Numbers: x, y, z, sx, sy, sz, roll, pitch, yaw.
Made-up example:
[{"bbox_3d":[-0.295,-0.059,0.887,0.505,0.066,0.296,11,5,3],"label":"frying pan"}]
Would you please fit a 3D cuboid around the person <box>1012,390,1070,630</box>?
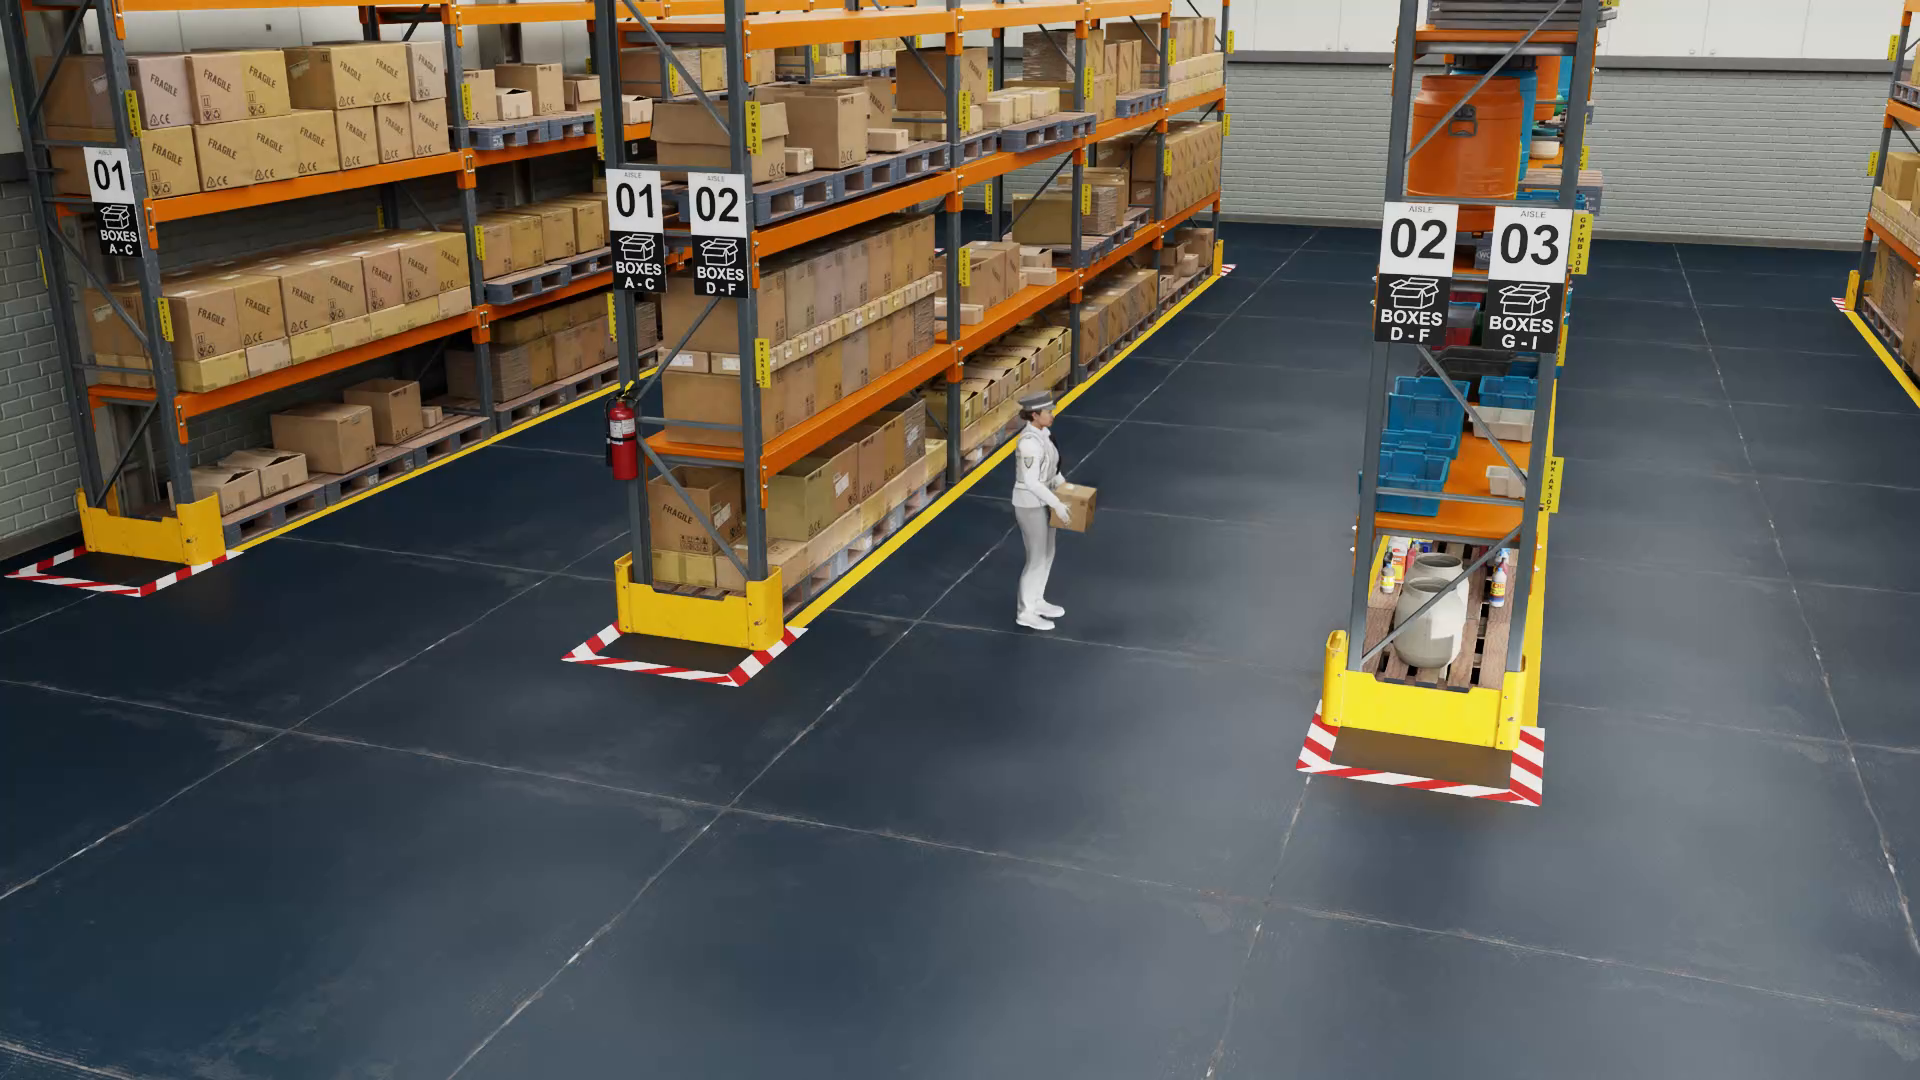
[{"bbox_3d":[0.600,-0.231,11.697,0.451,1.688,0.495,6,20,17],"label":"person"}]
